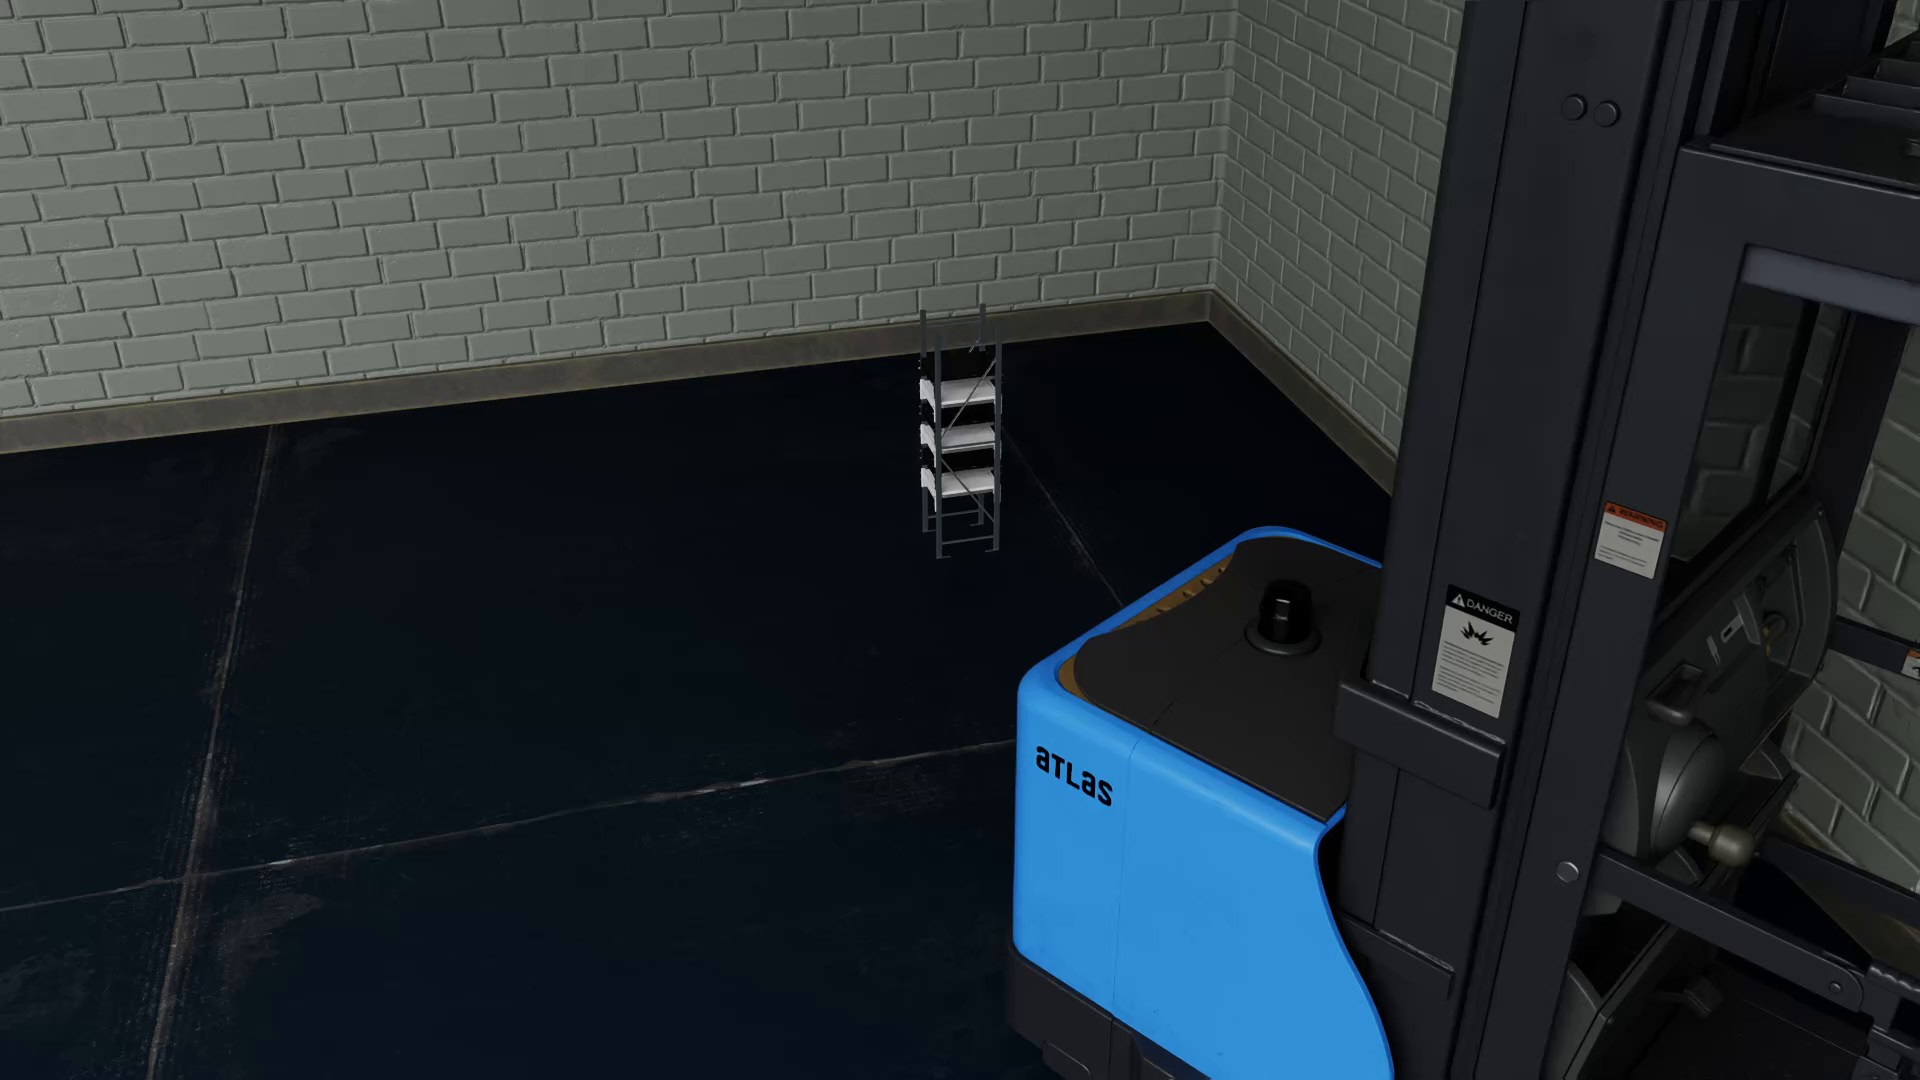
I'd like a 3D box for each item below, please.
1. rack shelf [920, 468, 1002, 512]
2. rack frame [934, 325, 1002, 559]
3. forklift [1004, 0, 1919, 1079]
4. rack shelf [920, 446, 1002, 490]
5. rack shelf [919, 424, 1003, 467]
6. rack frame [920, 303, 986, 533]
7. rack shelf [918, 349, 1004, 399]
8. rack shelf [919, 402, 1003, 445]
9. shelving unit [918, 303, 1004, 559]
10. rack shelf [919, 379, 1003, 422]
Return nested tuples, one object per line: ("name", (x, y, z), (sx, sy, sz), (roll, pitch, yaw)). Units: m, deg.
("rack shelf", (0.002, -0.201, 6.125), (0.258, 0.077, 0.200), (-8, 31, -13))
("rack frame", (0.029, -0.336, 5.933), (0.240, 0.900, 0.006), (-8, 31, -13))
("forklift", (1.531, 0.281, 2.839), (3.031, 2.935, 1.130), (25, 38, 36))
("rack shelf", (0.002, -0.279, 6.080), (0.258, 0.077, 0.200), (-8, 31, -13))
("rack shelf", (0.002, -0.357, 6.034), (0.258, 0.077, 0.200), (-8, 31, -13))
("rack frame", (-0.025, -0.435, 6.103), (0.240, 0.900, 0.006), (-8, 31, -13))
("rack shelf", (0.002, -0.590, 5.899), (0.258, 0.077, 0.200), (-8, 31, -13))
("rack shelf", (0.002, -0.435, 5.989), (0.258, 0.077, 0.200), (-8, 31, -13))
("shelving unit", (0.002, -0.386, 6.018), (0.258, 0.900, 0.210), (-8, 31, -13))
("rack shelf", (0.002, -0.512, 5.944), (0.258, 0.077, 0.200), (-8, 31, -13))
